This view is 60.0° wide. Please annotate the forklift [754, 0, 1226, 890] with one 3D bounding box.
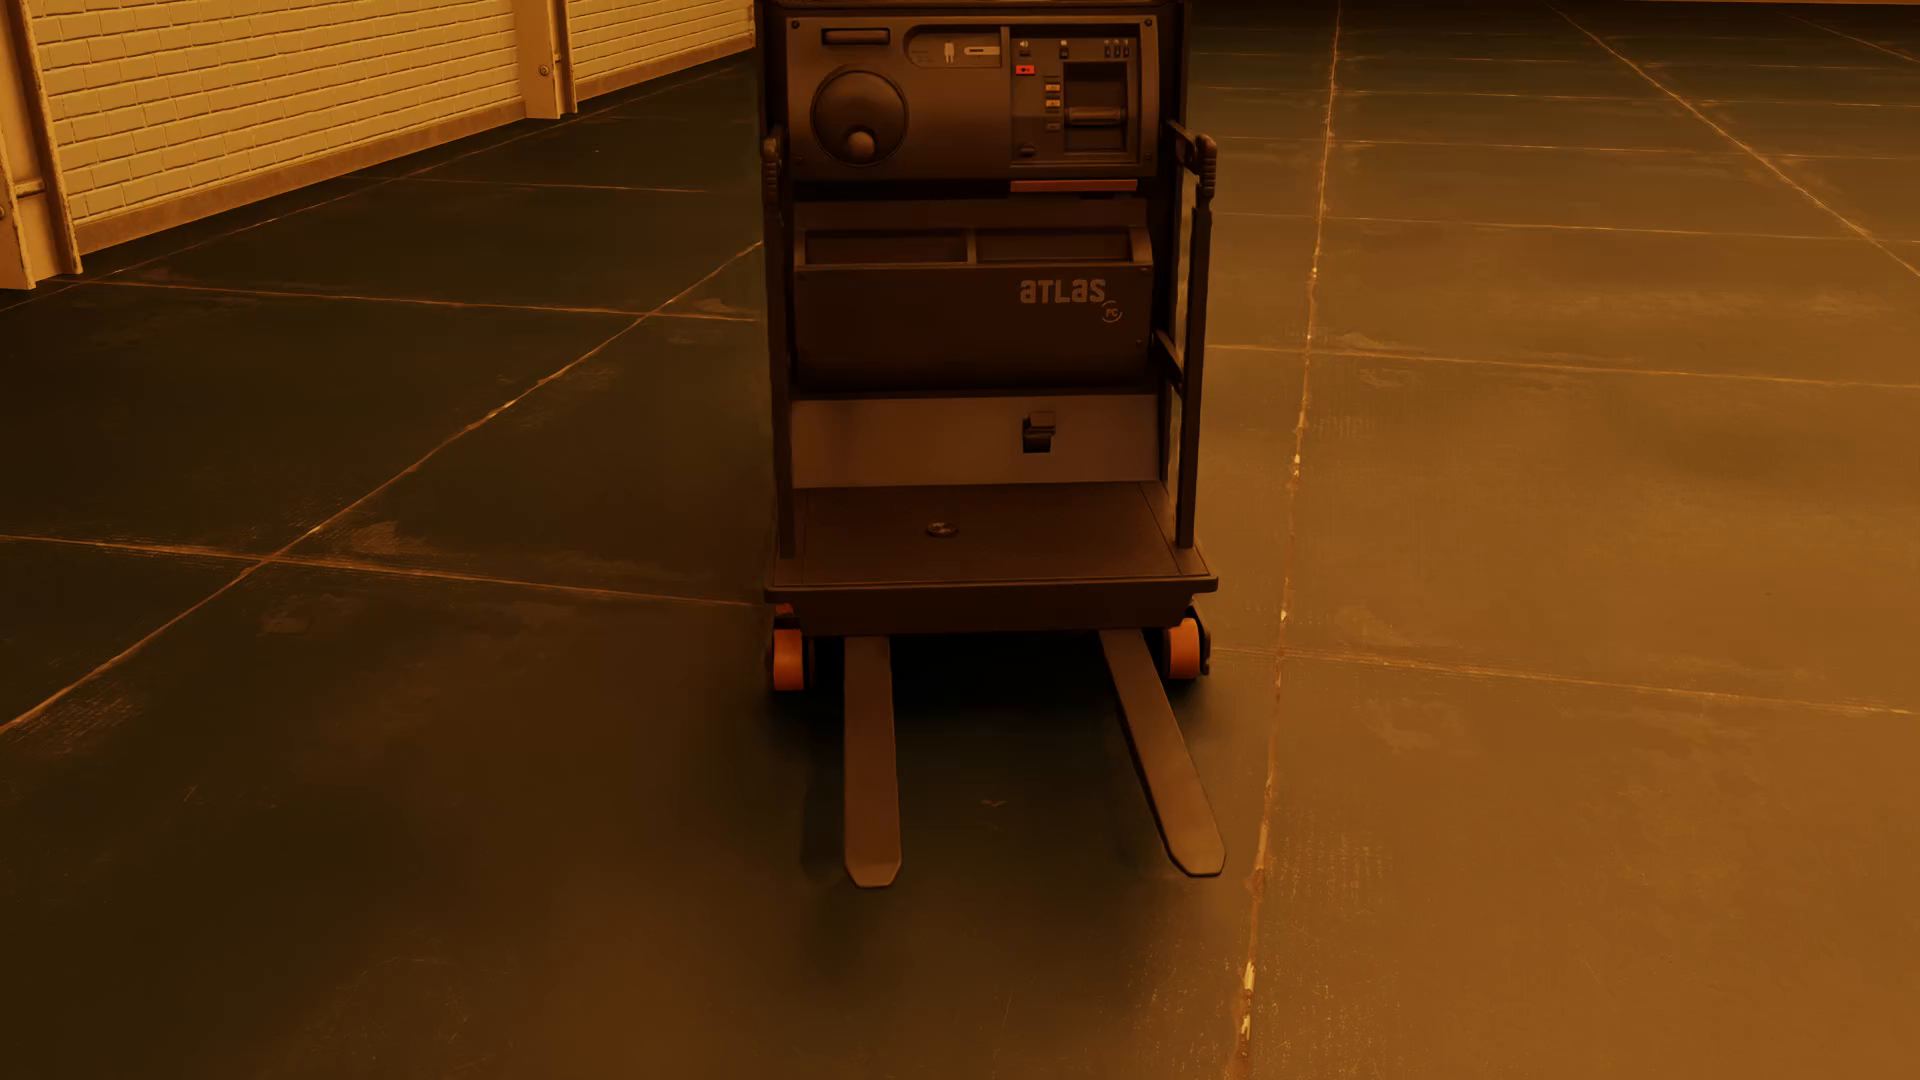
[{"bbox_3d":[0.049,-1.100,3.964,1.130,2.935,3.031,-1,22,-3],"label":"forklift"}]
